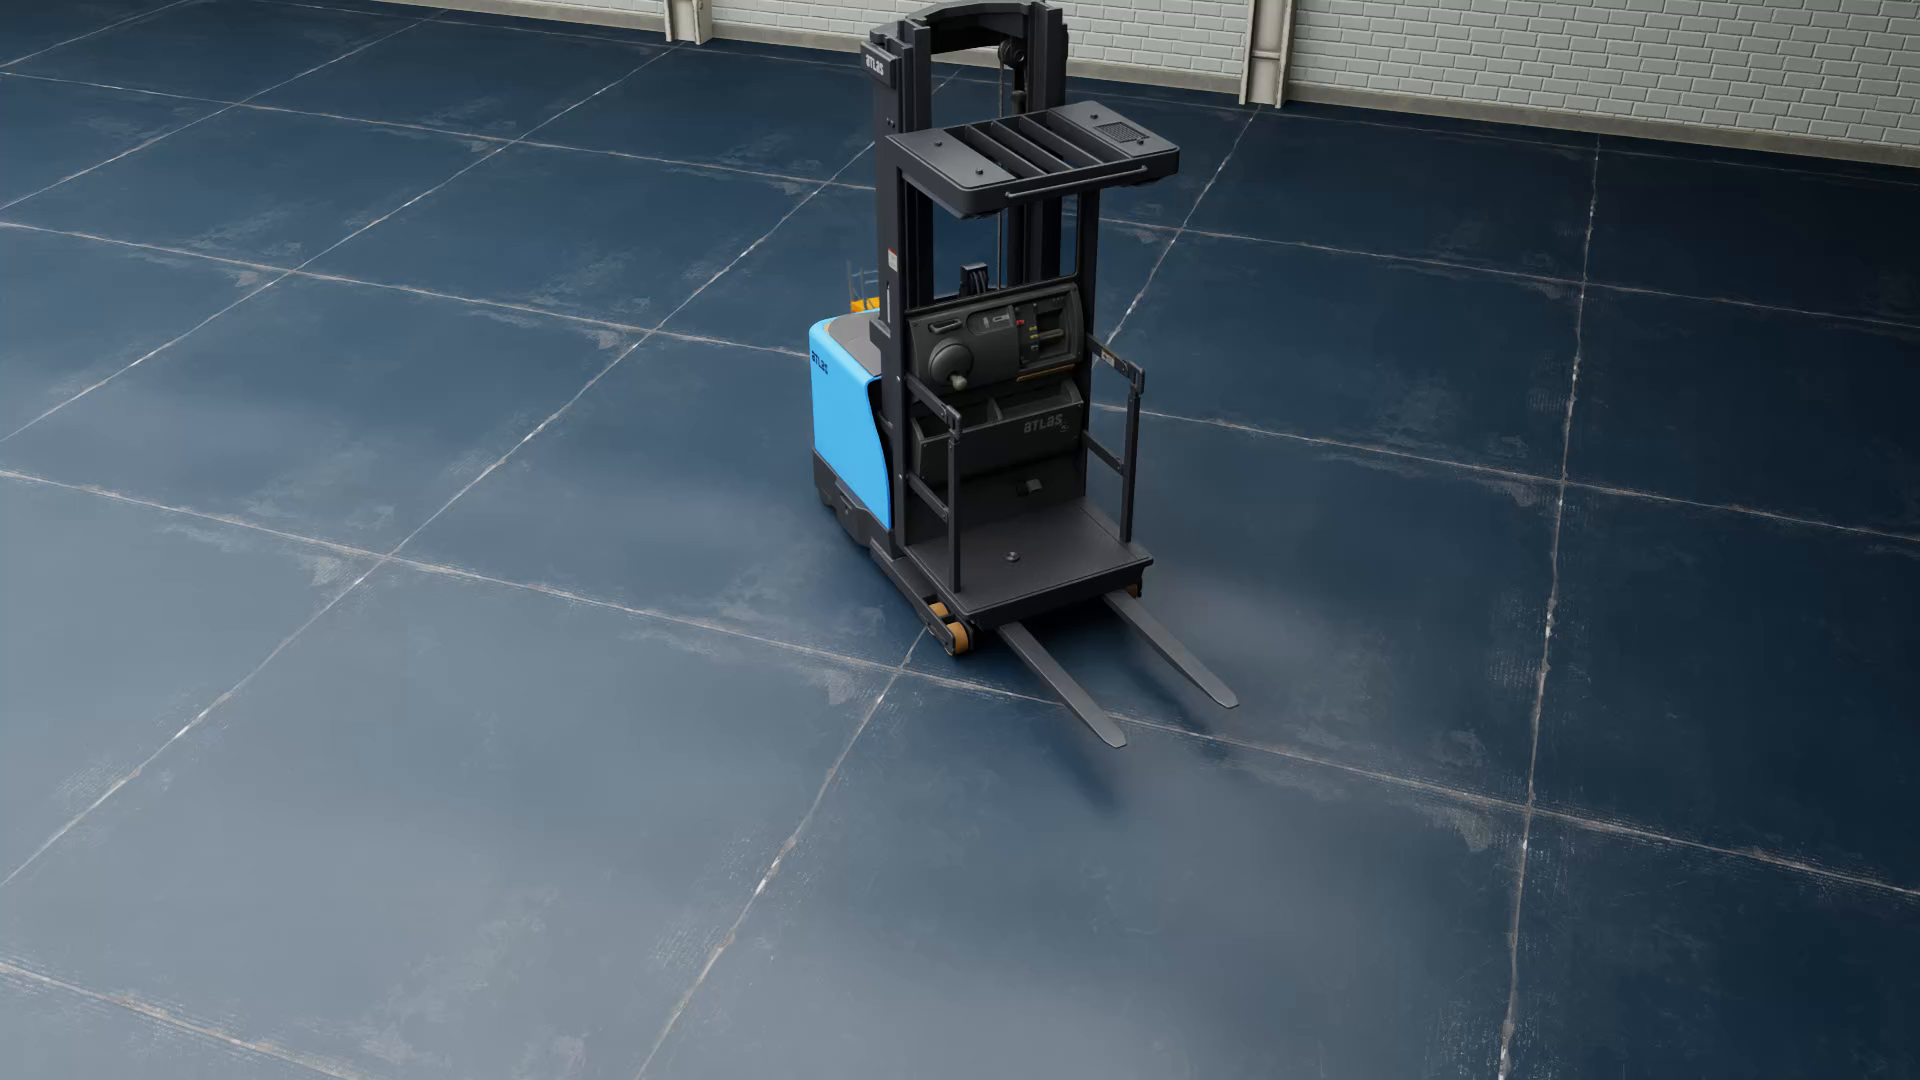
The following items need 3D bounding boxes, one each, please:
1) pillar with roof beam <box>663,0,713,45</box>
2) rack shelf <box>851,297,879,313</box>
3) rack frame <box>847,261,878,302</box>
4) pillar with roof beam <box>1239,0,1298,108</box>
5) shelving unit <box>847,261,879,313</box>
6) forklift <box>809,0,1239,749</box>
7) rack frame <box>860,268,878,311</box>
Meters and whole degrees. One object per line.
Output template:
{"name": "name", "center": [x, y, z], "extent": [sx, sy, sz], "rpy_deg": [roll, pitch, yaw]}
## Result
{"name": "pillar with roof beam", "center": [-4.259, -6.797, 11.450], "extent": [0.400, 9.000, 9.100], "rpy_deg": [11, 34, 16]}
{"name": "rack shelf", "center": [-0.476, -1.329, 9.580], "extent": [0.258, 0.103, 0.180], "rpy_deg": [-15, 27, -22]}
{"name": "rack frame", "center": [-0.496, -1.076, 9.789], "extent": [0.240, 1.200, 0.006], "rpy_deg": [-15, 27, -22]}
{"name": "pillar with roof beam", "center": [1.389, -5.699, 9.749], "extent": [0.400, 9.000, 9.100], "rpy_deg": [11, 34, 16]}
{"name": "shelving unit", "center": [-0.455, -1.044, 9.714], "extent": [0.258, 1.200, 0.189], "rpy_deg": [-15, 27, -22]}
{"name": "forklift", "center": [0.288, -0.932, 7.960], "extent": [1.130, 2.935, 3.031], "rpy_deg": [-16, 36, -23]}
{"name": "rack frame", "center": [-0.414, -1.012, 9.639], "extent": [0.240, 1.200, 0.006], "rpy_deg": [-15, 27, -22]}
